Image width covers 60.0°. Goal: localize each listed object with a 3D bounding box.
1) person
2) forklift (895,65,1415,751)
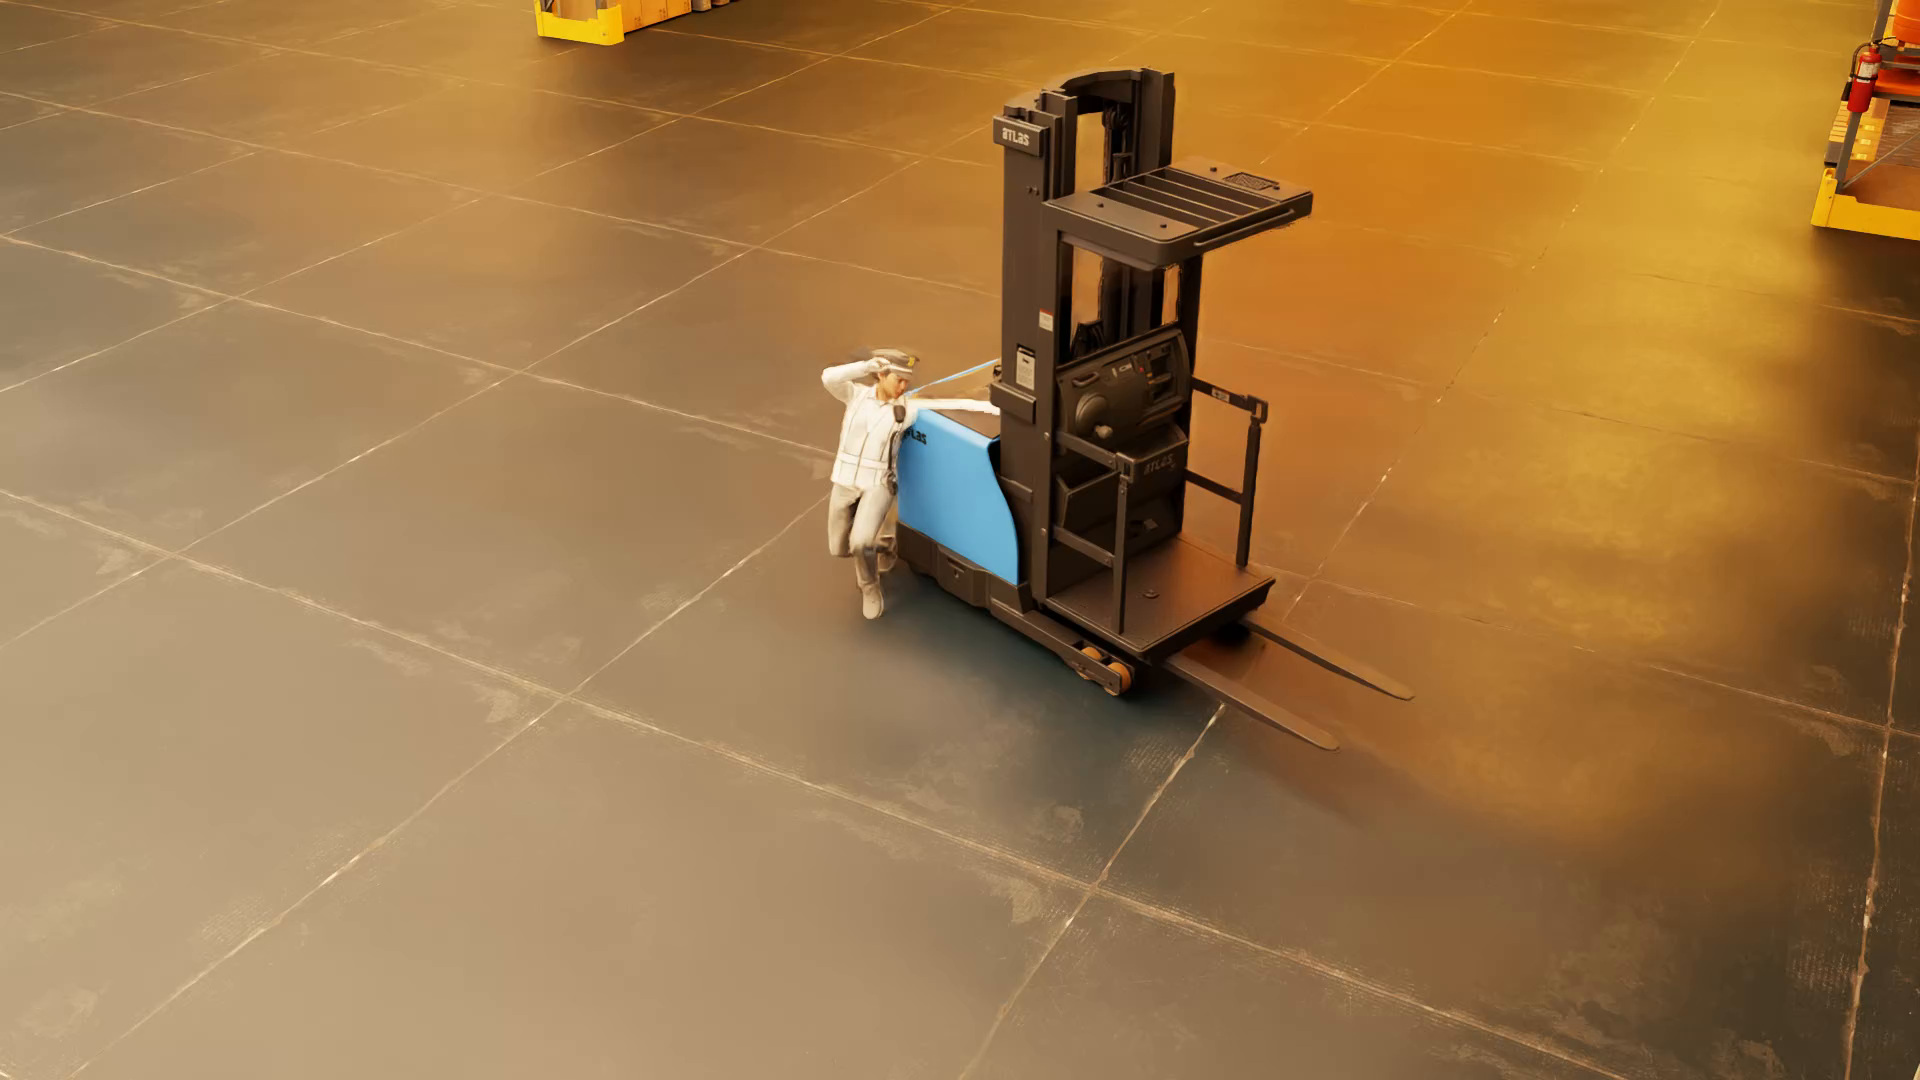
[{"bbox_3d":[-0.274,-0.293,9.069,1.003,1.493,0.825,12,32,20],"label":"person"},{"bbox_3d":[0.988,-0.755,8.379,1.130,2.935,3.031,-24,38,-36],"label":"forklift"}]
